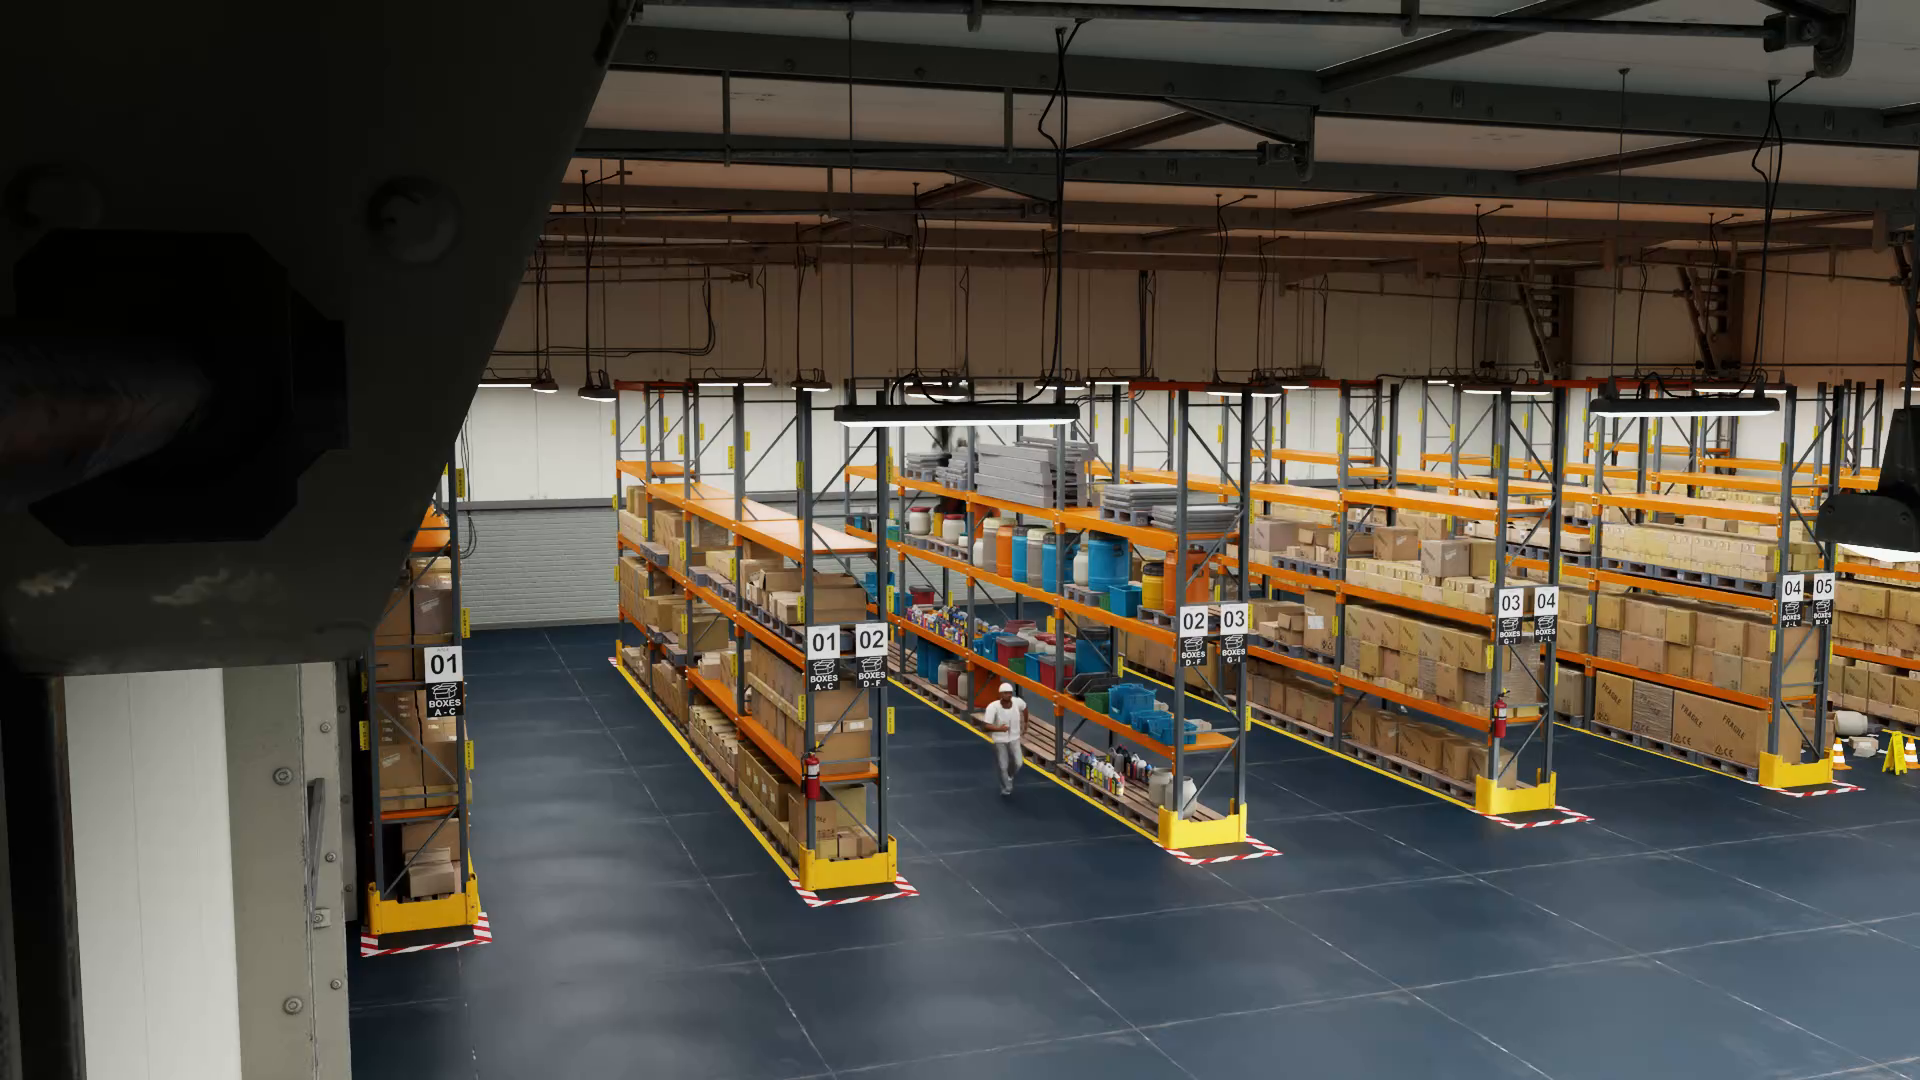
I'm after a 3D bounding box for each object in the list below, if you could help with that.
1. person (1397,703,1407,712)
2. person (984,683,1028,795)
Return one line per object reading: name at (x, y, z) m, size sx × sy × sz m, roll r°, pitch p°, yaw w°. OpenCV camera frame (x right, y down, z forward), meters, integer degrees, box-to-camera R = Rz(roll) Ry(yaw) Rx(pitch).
person at (8.124, 2.361, 30.351) m, size 0.574 × 1.564 × 0.565 m, roll -3°, pitch 7°, yaw -26°
person at (0.708, 2.909, 24.171) m, size 0.743 × 1.707 × 0.715 m, roll -2°, pitch 6°, yaw -16°
